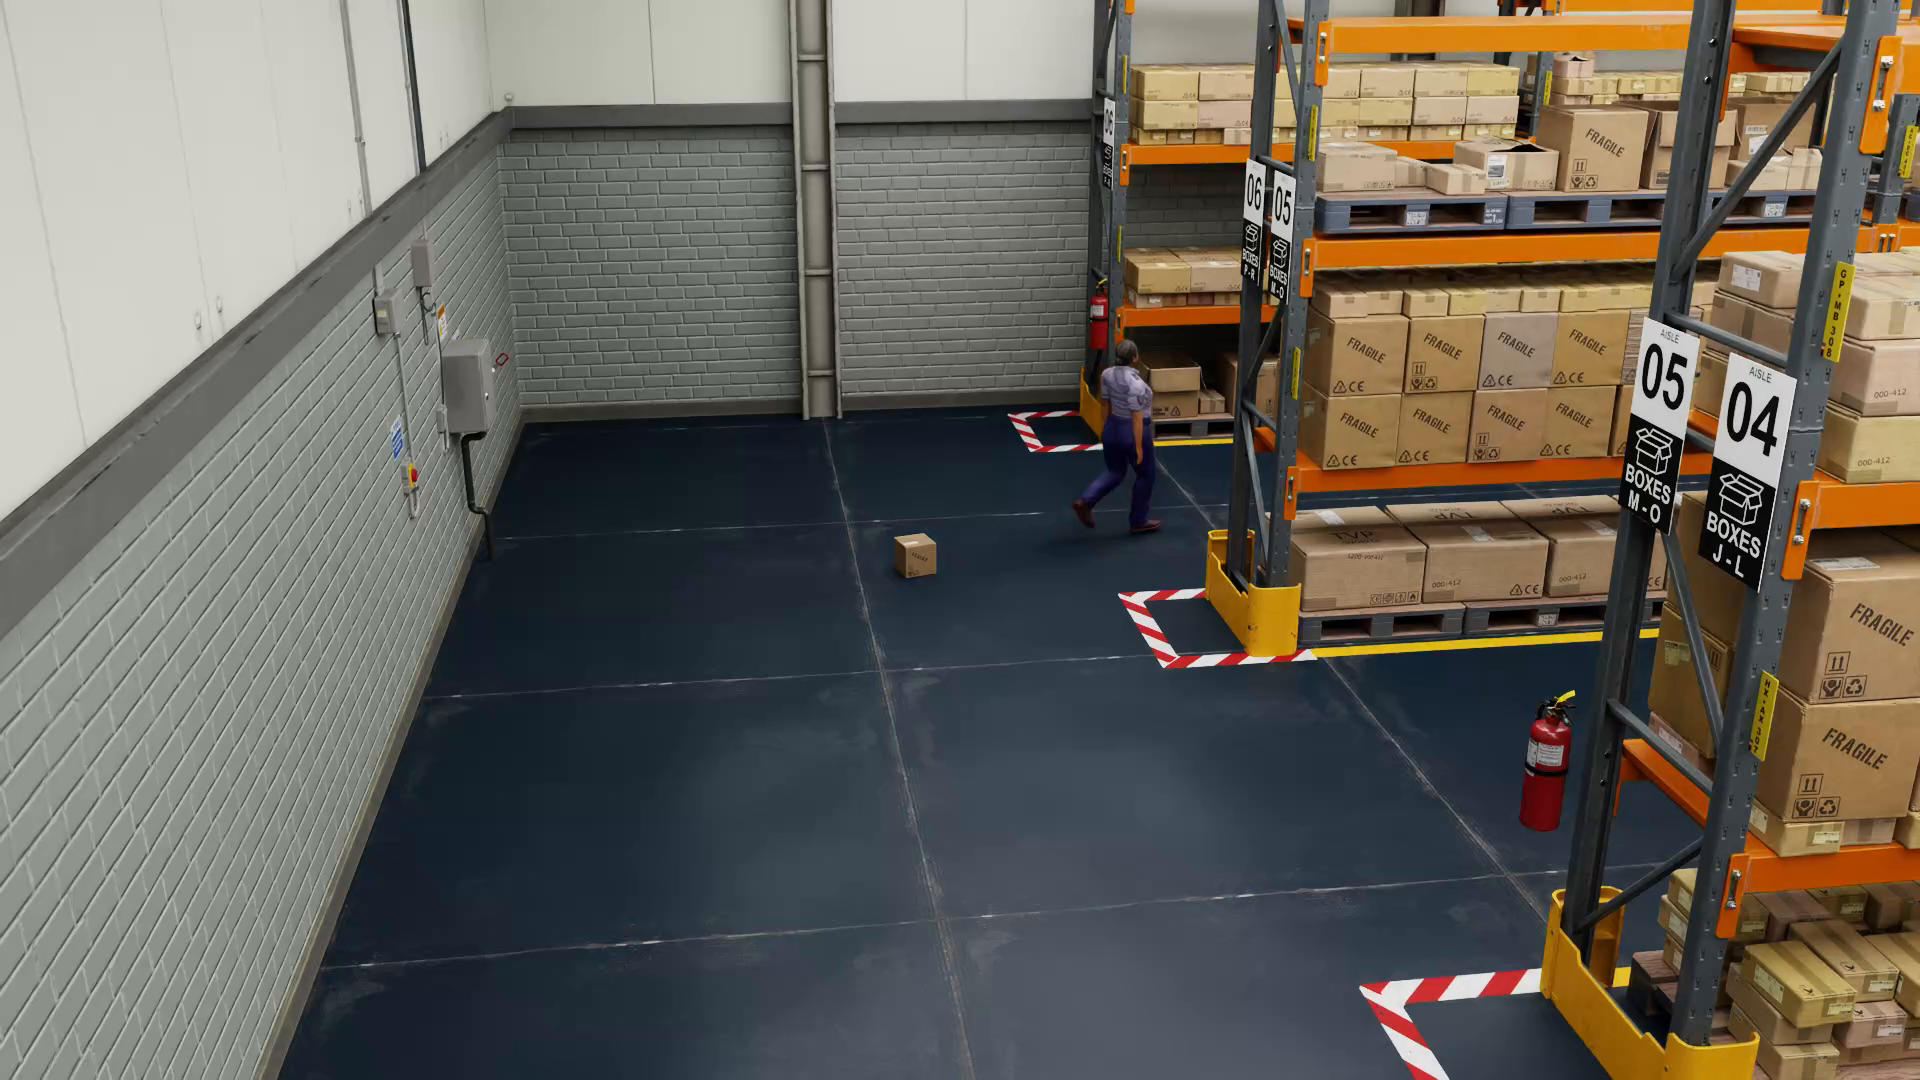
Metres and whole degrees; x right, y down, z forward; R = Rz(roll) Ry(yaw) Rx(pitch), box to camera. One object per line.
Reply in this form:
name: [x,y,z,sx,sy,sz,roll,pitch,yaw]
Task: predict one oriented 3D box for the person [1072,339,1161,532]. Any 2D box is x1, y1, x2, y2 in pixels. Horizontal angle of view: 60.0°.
person: [1.293,-0.825,13.312,0.752,1.608,0.488,-15,25,-35]
